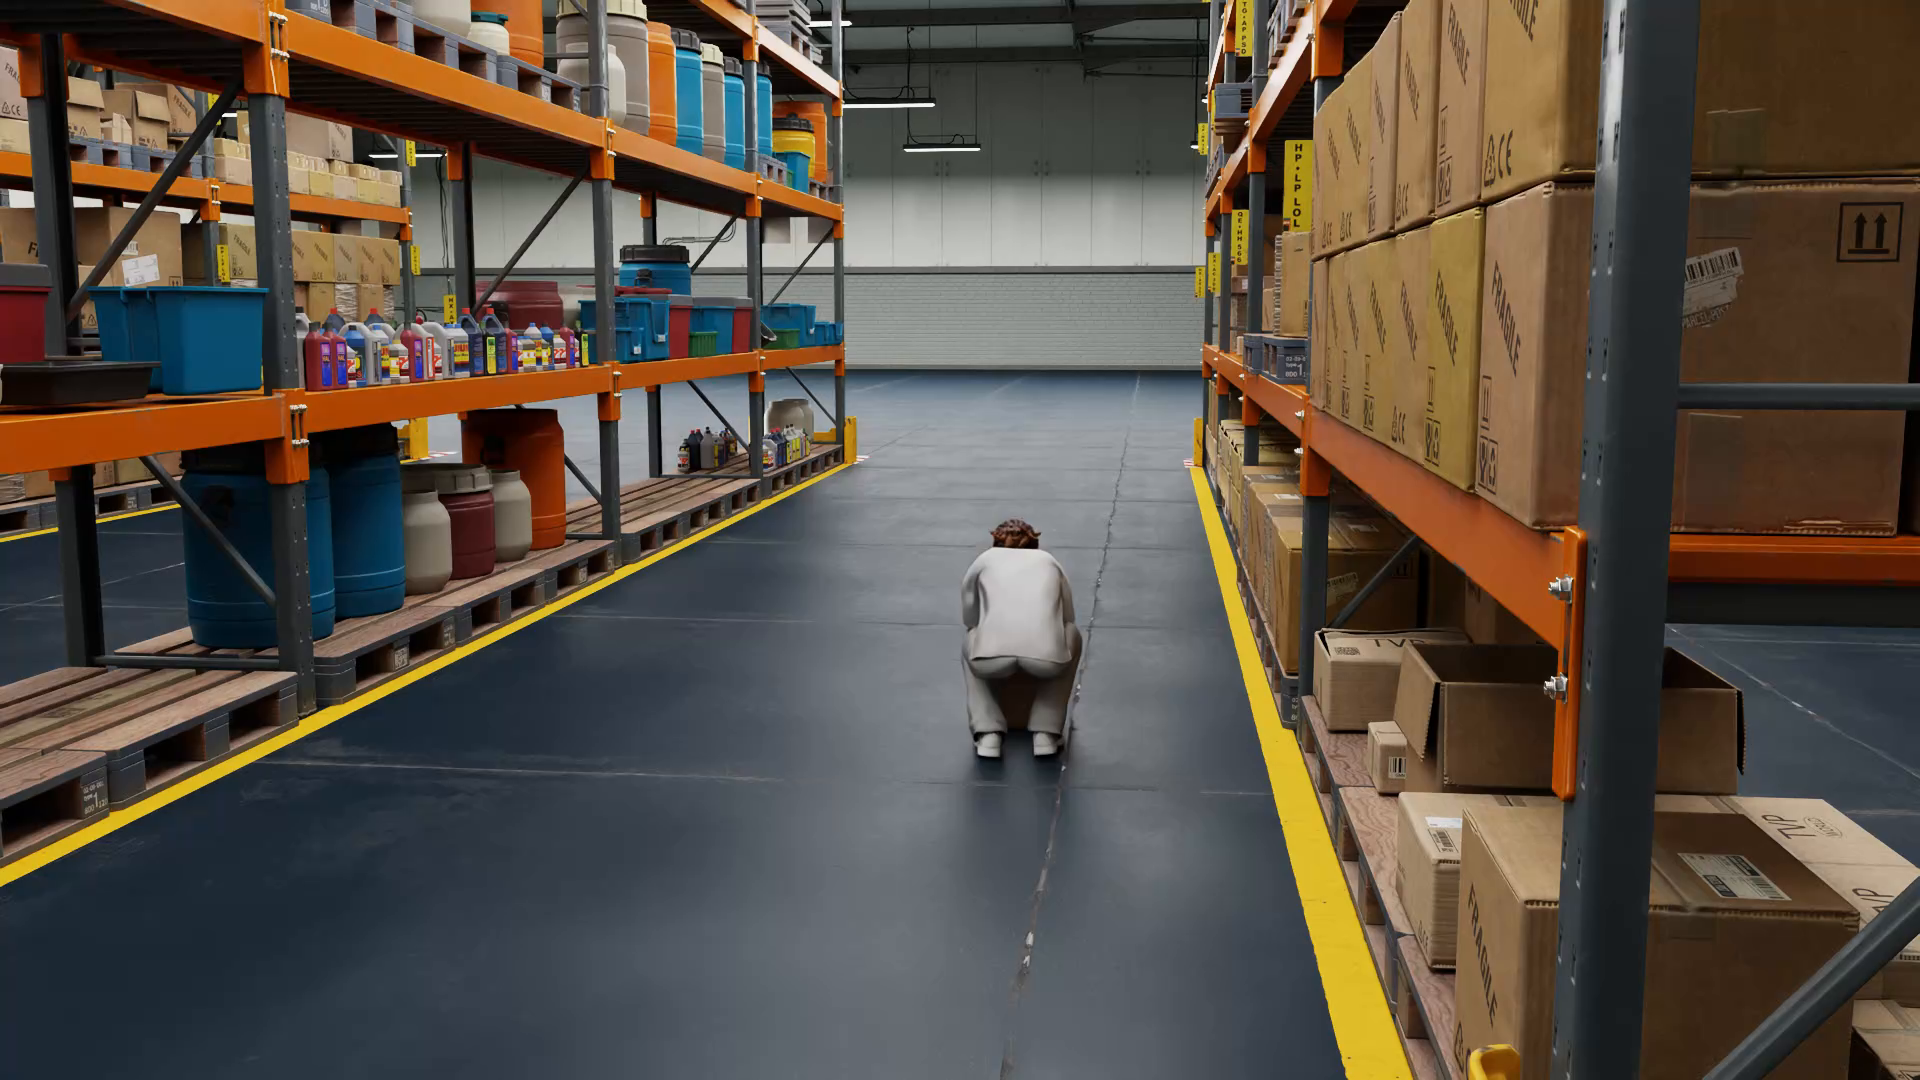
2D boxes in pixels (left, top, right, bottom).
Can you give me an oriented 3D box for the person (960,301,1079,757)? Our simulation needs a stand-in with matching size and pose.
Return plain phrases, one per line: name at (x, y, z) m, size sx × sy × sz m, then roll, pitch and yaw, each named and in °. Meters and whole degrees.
person at (0.223, -0.040, 6.146) m, size 0.429 × 1.668 × 0.545 m, roll 1°, pitch 8°, yaw 6°
